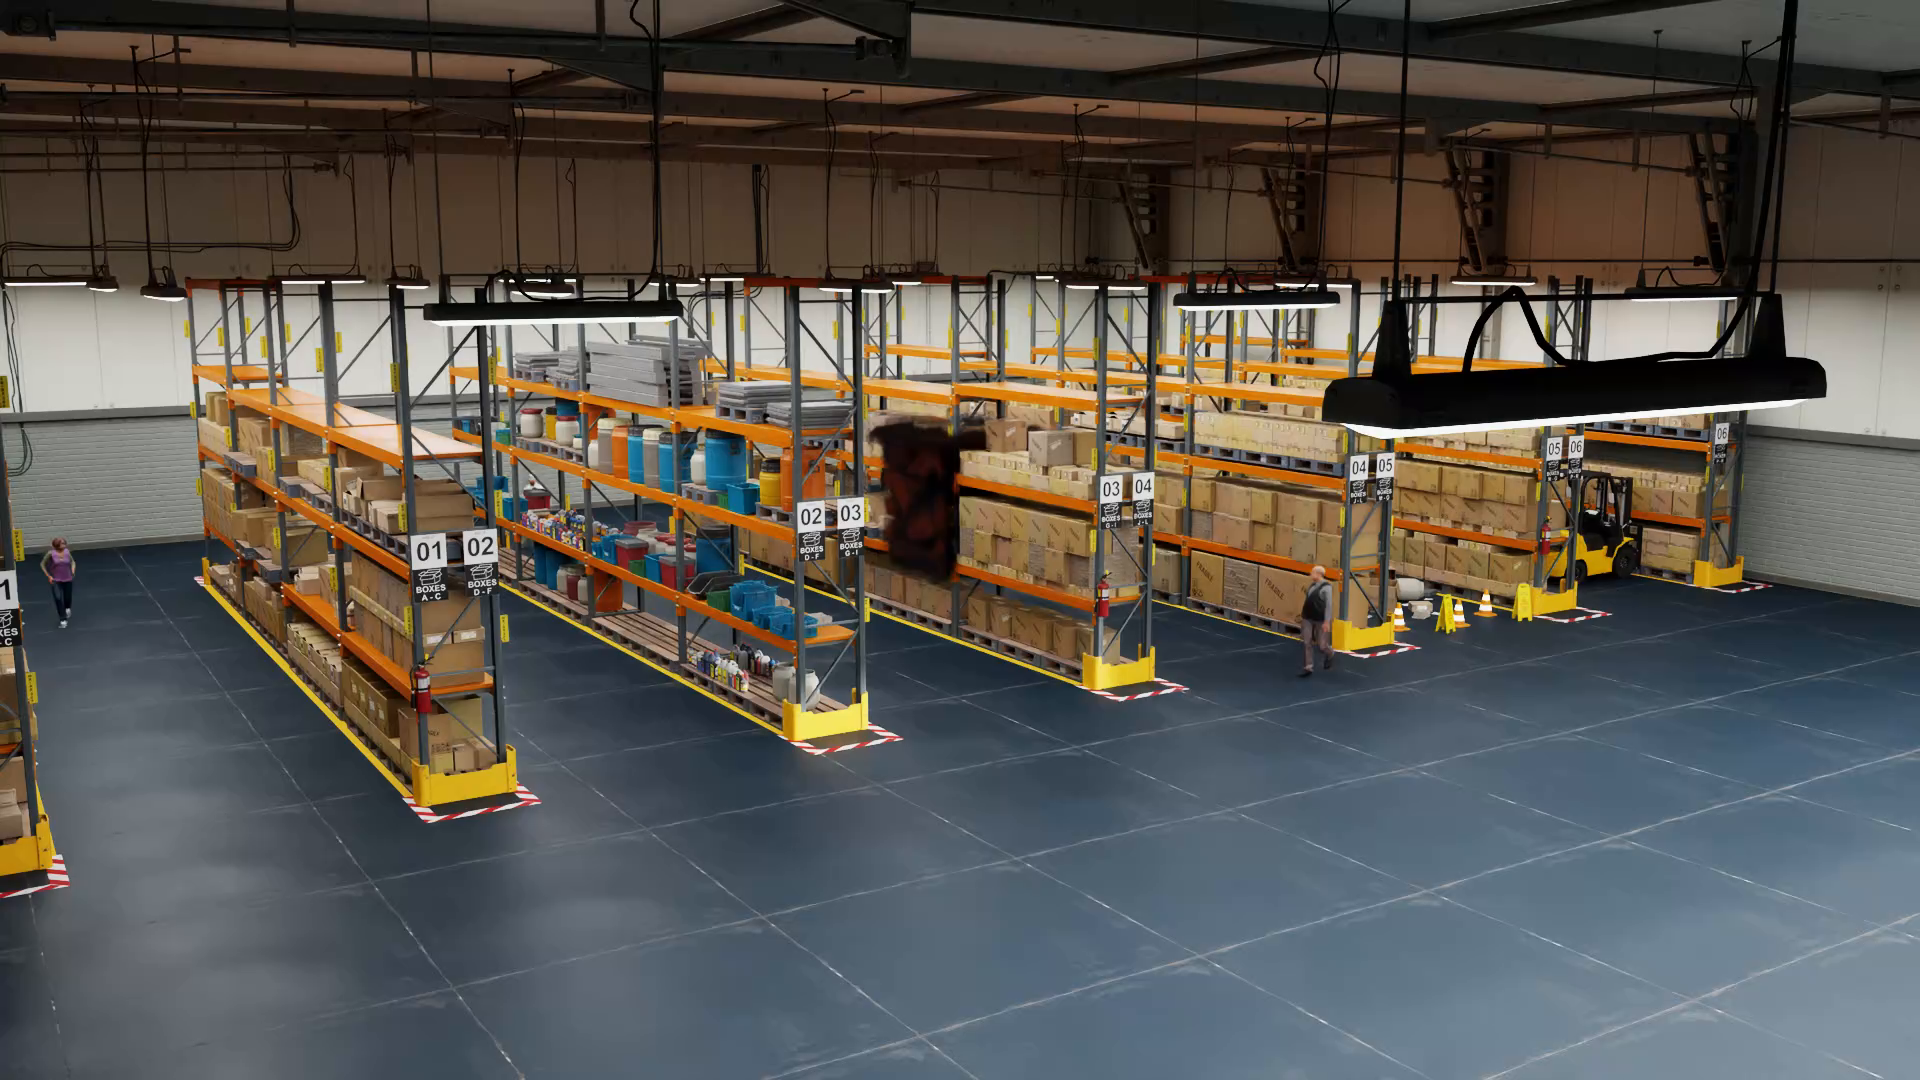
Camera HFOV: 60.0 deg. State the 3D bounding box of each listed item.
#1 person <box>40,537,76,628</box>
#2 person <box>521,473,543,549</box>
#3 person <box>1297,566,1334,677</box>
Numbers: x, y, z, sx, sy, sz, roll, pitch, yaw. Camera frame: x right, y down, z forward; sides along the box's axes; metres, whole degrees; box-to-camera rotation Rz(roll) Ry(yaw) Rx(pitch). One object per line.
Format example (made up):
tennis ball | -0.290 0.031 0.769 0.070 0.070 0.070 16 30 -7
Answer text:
person | -15.776 0.719 29.121 0.553 1.588 0.648 -5 11 -29
person | -9.533 -0.640 36.914 0.588 1.695 0.449 2 10 12
person | 5.495 1.235 25.496 0.519 1.713 0.691 6 11 32
